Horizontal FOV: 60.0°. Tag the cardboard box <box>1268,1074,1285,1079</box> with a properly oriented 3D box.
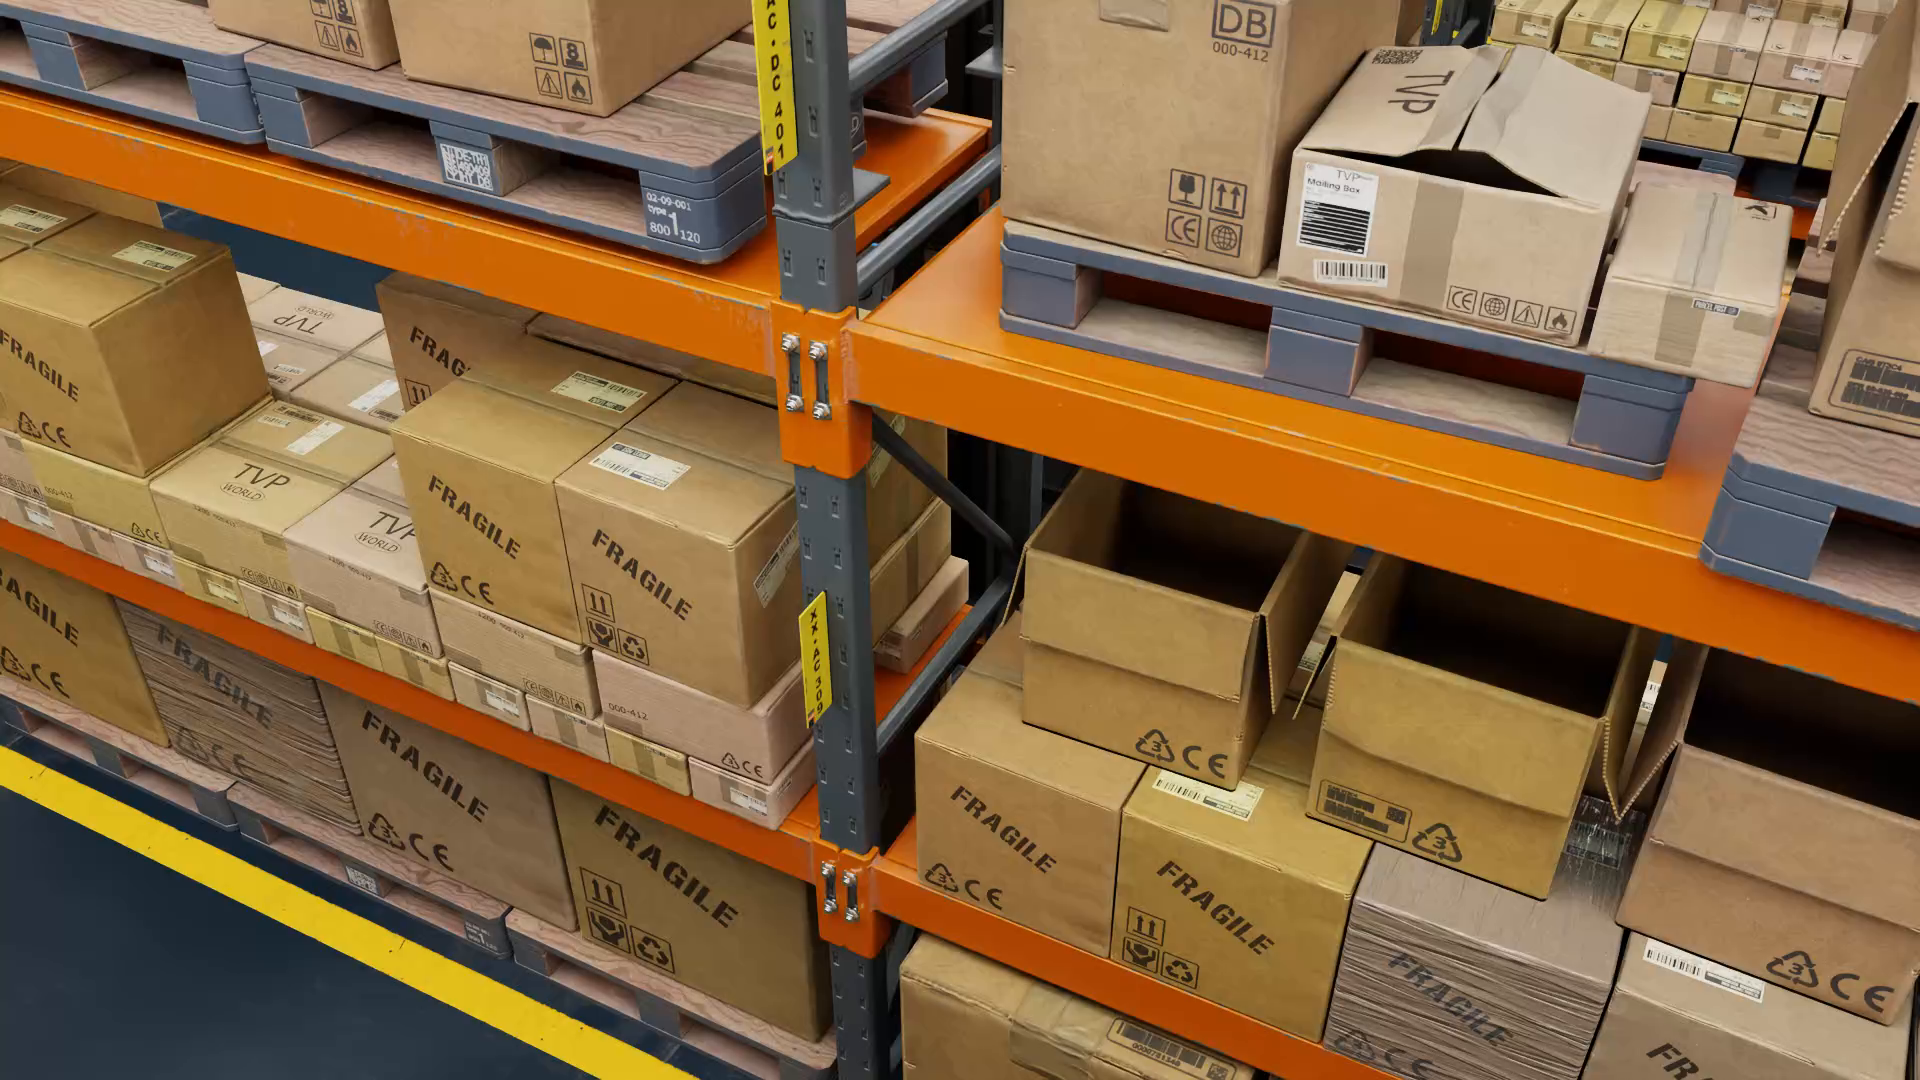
[{"bbox_3d":[1.310,1.438,4.285,0.875,0.875,1.225,16,40,20],"label":"cardboard box"}]

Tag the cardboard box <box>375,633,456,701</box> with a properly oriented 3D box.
[{"bbox_3d":[-1.397,0.249,4.649,0.250,0.149,0.380,18,41,22],"label":"cardboard box"}]

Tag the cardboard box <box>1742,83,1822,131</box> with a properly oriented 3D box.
[{"bbox_3d":[3.380,-1.832,6.797,0.250,0.149,0.380,19,41,23],"label":"cardboard box"}]

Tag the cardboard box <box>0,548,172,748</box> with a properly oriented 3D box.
[{"bbox_3d":[-3.008,0.045,6.119,0.875,0.875,0.875,17,41,21],"label":"cardboard box"}]

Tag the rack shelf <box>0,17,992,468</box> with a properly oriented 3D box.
[{"bbox_3d":[-1.837,-1.121,4.360,4.000,0.370,1.077,17,41,21],"label":"rack shelf"}]

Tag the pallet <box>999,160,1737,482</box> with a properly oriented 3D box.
[{"bbox_3d":[0.776,-0.547,3.167,1.217,0.209,0.805,16,40,20],"label":"pallet"}]

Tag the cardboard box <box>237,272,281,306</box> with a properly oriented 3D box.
[{"bbox_3d":[-2.611,-0.694,5.561,0.500,0.250,0.500,17,40,21],"label":"cardboard box"}]

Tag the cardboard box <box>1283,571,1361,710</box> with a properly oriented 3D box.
[{"bbox_3d":[0.916,0.428,4.122,0.500,0.500,0.500,19,41,23],"label":"cardboard box"}]

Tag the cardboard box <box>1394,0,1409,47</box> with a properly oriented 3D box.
[{"bbox_3d":[1.750,-2.432,7.645,0.500,0.500,0.500,17,41,22],"label":"cardboard box"}]

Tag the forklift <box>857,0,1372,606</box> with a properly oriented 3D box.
[{"bbox_3d":[0.568,-1.004,6.149,3.031,2.935,1.130,16,40,20],"label":"forklift"}]

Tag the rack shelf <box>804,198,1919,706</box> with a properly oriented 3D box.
[{"bbox_3d":[1.715,-0.009,2.895,4.000,0.370,1.077,17,41,21],"label":"rack shelf"}]

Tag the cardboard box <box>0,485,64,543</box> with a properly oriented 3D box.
[{"bbox_3d":[-2.762,-0.179,5.213,0.250,0.149,0.380,17,40,21],"label":"cardboard box"}]

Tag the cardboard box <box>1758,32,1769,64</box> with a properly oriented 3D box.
[{"bbox_3d":[3.452,-2.256,7.355,0.250,0.149,0.380,16,40,20],"label":"cardboard box"}]

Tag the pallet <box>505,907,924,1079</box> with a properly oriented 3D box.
[{"bbox_3d":[-0.700,1.201,5.494,1.213,0.211,1.003,17,41,21],"label":"pallet"}]

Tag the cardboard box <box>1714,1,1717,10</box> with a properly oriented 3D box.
[{"bbox_3d":[5.084,-4.169,11.671,0.875,0.875,0.875,19,41,23],"label":"cardboard box"}]

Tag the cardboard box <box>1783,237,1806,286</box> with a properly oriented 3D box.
[{"bbox_3d":[3.769,-1.123,7.349,0.500,0.250,0.500,19,41,23],"label":"cardboard box"}]

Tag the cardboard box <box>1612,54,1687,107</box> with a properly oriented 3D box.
[{"bbox_3d":[2.908,-1.978,6.989,0.250,0.149,0.380,18,41,23],"label":"cardboard box"}]

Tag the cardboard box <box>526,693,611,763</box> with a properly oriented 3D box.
[{"bbox_3d":[-0.939,0.392,4.461,0.250,0.149,0.380,17,40,21],"label":"cardboard box"}]

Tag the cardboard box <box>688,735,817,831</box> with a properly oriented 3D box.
[{"bbox_3d":[-0.483,0.535,4.272,0.250,0.149,0.380,18,41,22],"label":"cardboard box"}]

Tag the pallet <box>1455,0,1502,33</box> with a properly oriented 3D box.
[{"bbox_3d":[3.857,-4.120,12.503,1.213,0.211,1.003,17,41,21],"label":"pallet"}]

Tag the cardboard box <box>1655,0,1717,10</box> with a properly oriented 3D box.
[{"bbox_3d":[3.223,-2.442,7.354,0.250,0.149,0.380,16,40,20],"label":"cardboard box"}]

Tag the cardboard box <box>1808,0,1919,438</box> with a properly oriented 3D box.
[{"bbox_3d":[1.667,-0.504,2.519,0.637,0.503,0.797,17,40,21],"label":"cardboard box"}]

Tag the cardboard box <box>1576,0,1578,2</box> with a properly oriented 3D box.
[{"bbox_3d":[2.756,-2.589,7.548,0.250,0.149,0.380,19,41,24],"label":"cardboard box"}]

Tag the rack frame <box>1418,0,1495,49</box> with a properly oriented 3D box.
[{"bbox_3d":[2.310,-2.291,7.788,0.127,3.000,1.000,17,41,21],"label":"rack frame"}]

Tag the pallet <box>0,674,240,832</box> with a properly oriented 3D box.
[{"bbox_3d":[-2.867,0.522,6.387,1.213,0.211,1.003,17,41,21],"label":"pallet"}]

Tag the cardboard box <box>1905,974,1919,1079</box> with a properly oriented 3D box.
[{"bbox_3d":[2.036,1.127,3.201,0.500,0.500,0.500,16,40,20],"label":"cardboard box"}]

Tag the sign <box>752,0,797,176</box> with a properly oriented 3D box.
[{"bbox_3d":[-0.315,-0.790,2.836,0.005,0.325,0.100,17,41,21],"label":"sign"}]

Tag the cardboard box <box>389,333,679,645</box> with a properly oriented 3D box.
[{"bbox_3d":[-1.035,-0.140,4.211,0.500,0.500,0.500,18,41,22],"label":"cardboard box"}]

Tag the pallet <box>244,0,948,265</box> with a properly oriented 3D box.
[{"bbox_3d":[-0.783,-1.049,3.744,1.213,0.211,1.003,17,41,21],"label":"pallet"}]

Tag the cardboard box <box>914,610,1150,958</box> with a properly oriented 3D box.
[{"bbox_3d":[0.232,0.566,3.941,0.500,0.500,0.500,18,41,22],"label":"cardboard box"}]

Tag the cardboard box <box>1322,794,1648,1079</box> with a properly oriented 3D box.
[{"bbox_3d":[1.123,0.845,3.574,0.500,0.500,0.500,16,40,20],"label":"cardboard box"}]

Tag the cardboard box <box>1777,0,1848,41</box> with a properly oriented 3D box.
[{"bbox_3d":[3.673,-2.298,7.165,0.250,0.149,0.380,16,40,20],"label":"cardboard box"}]

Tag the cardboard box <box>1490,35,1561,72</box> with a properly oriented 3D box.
[{"bbox_3d":[2.448,-2.121,7.177,0.250,0.149,0.380,18,41,22],"label":"cardboard box"}]

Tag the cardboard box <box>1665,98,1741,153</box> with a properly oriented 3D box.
[{"bbox_3d":[3.139,-1.786,6.983,0.250,0.149,0.380,18,41,22],"label":"cardboard box"}]

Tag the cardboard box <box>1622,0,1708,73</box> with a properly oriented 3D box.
[{"bbox_3d":[2.925,-2.092,6.894,0.250,0.149,0.380,18,41,22],"label":"cardboard box"}]

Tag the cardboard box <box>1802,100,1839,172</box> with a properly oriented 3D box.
[{"bbox_3d":[3.610,-1.642,6.792,0.250,0.149,0.380,17,40,21],"label":"cardboard box"}]

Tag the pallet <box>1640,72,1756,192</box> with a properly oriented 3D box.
[{"bbox_3d":[2.921,-1.924,7.463,1.213,0.211,1.003,17,41,21],"label":"pallet"}]

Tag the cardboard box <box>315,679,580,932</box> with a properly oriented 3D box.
[{"bbox_3d":[-1.410,0.546,5.460,0.875,0.875,0.875,17,41,21],"label":"cardboard box"}]

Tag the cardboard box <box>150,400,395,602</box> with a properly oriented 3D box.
[{"bbox_3d":[-1.936,-0.124,4.811,0.500,0.250,0.500,17,40,21],"label":"cardboard box"}]

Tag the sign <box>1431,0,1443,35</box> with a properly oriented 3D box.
[{"bbox_3d":[2.067,-2.343,7.139,0.005,0.325,0.100,17,41,21],"label":"sign"}]

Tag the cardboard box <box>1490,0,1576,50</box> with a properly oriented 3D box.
[{"bbox_3d":[2.448,-2.239,7.087,0.250,0.149,0.380,19,41,24],"label":"cardboard box"}]

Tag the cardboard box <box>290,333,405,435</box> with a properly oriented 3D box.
[{"bbox_3d":[-1.694,-0.410,5.187,0.500,0.250,0.500,17,41,22],"label":"cardboard box"}]

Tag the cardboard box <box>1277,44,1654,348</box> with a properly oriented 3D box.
[{"bbox_3d":[0.872,-0.630,2.844,0.500,0.311,0.500,16,40,20],"label":"cardboard box"}]

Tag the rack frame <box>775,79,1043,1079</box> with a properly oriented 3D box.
[{"bbox_3d":[-0.061,0.344,4.317,0.127,3.000,1.000,17,41,21],"label":"rack frame"}]

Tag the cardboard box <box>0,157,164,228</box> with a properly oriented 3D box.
[{"bbox_3d":[-3.060,-1.132,5.518,0.500,0.500,0.500,18,41,22],"label":"cardboard box"}]

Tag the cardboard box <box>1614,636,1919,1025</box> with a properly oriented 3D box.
[{"bbox_3d":[1.673,0.439,3.279,0.637,0.503,0.797,19,41,23],"label":"cardboard box"}]

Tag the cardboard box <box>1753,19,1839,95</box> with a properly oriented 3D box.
[{"bbox_3d":[3.373,-1.951,6.707,0.250,0.149,0.380,17,40,21],"label":"cardboard box"}]

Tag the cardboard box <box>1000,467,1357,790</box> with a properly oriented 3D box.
[{"bbox_3d":[0.510,0.077,3.755,0.637,0.503,0.797,16,40,20],"label":"cardboard box"}]

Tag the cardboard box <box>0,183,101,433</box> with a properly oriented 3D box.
[{"bbox_3d":[-2.867,-0.709,4.960,0.500,0.500,0.500,16,40,20],"label":"cardboard box"}]

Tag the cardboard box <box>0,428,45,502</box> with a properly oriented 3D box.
[{"bbox_3d":[-2.846,-0.408,5.185,0.500,0.250,0.500,17,40,21],"label":"cardboard box"}]

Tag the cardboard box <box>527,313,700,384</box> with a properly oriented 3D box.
[{"bbox_3d":[-0.803,-0.425,4.587,0.500,0.500,0.500,17,41,21],"label":"cardboard box"}]

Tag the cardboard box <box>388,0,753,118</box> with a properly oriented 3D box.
[{"bbox_3d":[-0.784,-1.284,3.466,0.500,0.500,0.700,15,40,19],"label":"cardboard box"}]

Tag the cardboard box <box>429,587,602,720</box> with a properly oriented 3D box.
[{"bbox_3d":[-1.035,0.160,4.436,0.500,0.250,0.500,19,41,23],"label":"cardboard box"}]

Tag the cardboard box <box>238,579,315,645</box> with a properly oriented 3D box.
[{"bbox_3d":[-1.849,0.106,4.837,0.250,0.149,0.380,18,41,22],"label":"cardboard box"}]

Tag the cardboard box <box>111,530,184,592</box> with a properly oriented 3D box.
[{"bbox_3d":[-2.307,-0.037,5.025,0.250,0.149,0.380,17,40,21],"label":"cardboard box"}]
